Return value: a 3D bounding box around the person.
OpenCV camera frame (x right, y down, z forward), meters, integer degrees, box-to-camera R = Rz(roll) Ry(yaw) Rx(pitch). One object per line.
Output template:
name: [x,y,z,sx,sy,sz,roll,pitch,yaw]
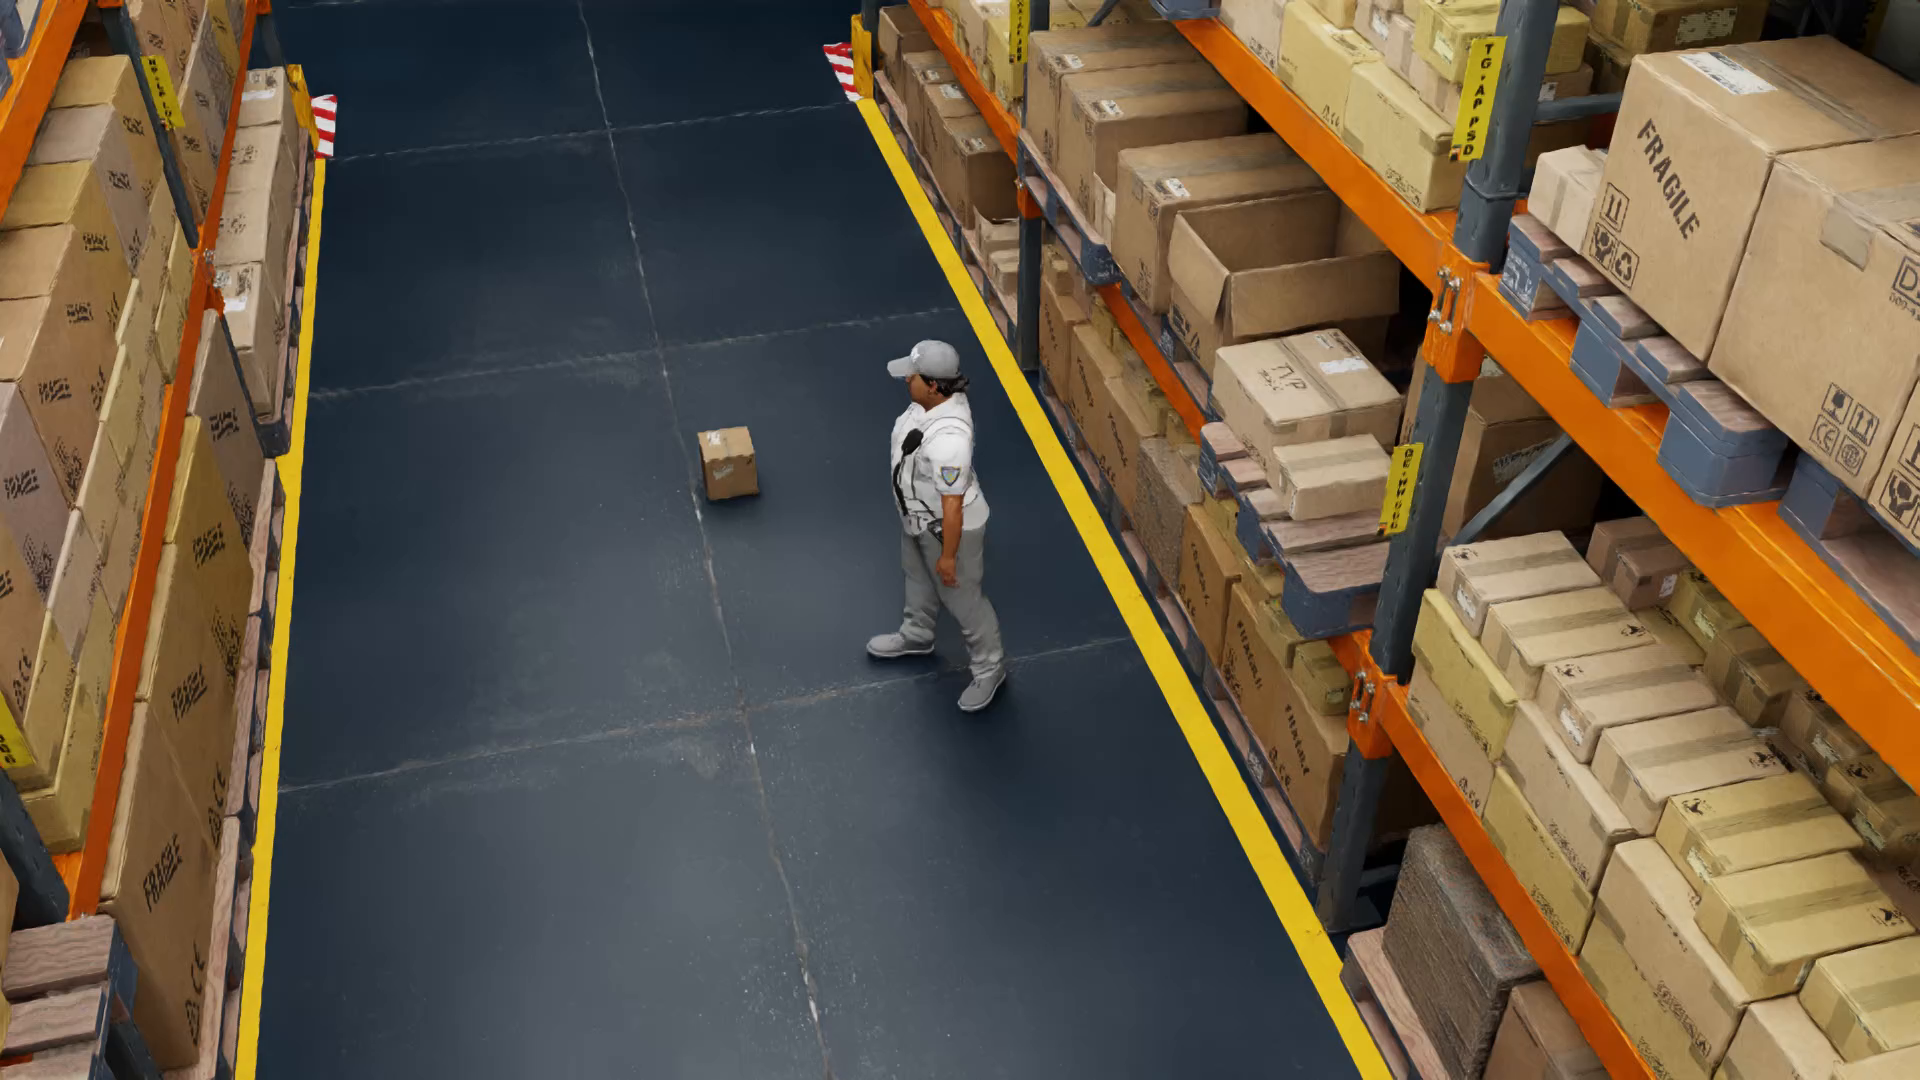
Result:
person: [-0.108,-0.101,6.816,0.569,1.652,0.671,-7,39,-9]
